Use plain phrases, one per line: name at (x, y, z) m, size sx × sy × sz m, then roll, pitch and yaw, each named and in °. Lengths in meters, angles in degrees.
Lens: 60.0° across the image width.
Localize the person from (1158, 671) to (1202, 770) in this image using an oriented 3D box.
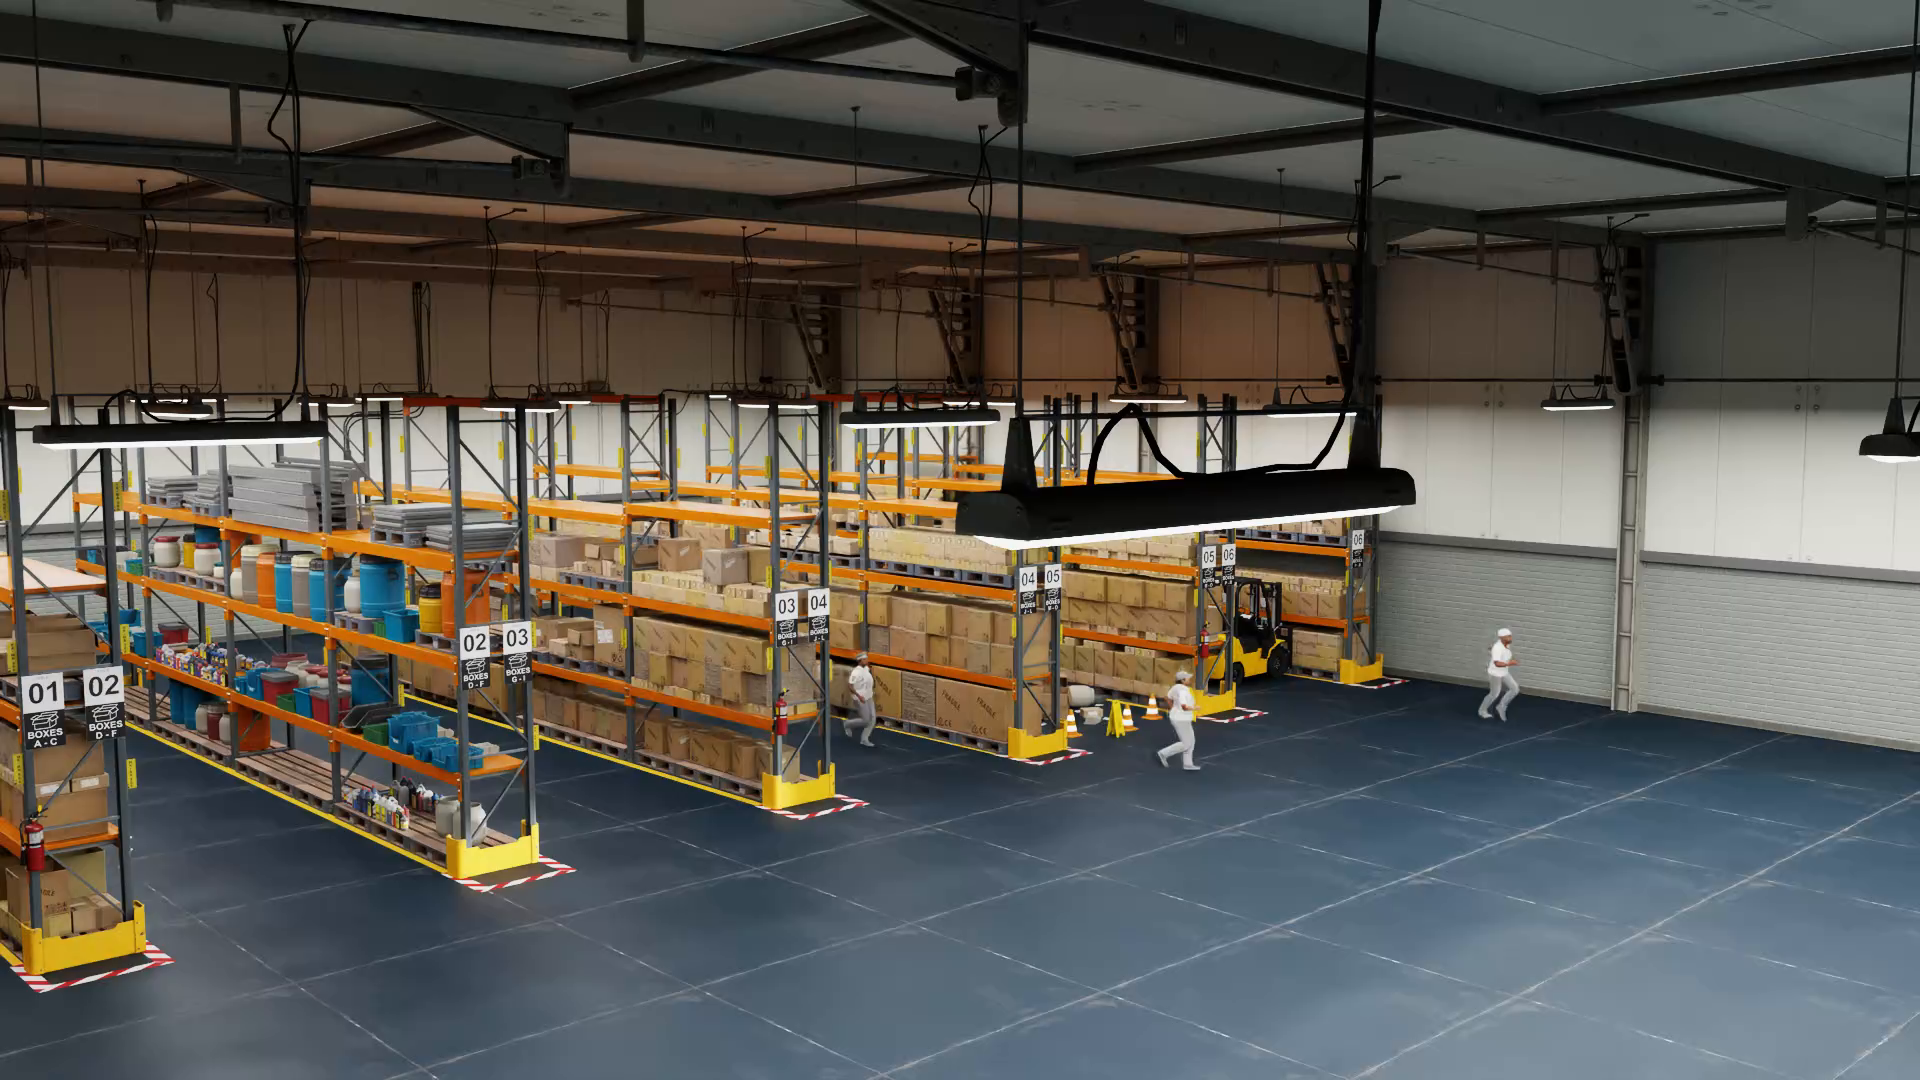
person at (3.544, 2.919, 26.853) m, size 0.732 × 1.637 × 0.619 m, roll -1°, pitch 6°, yaw -7°

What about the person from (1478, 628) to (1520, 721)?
person at (9.980, 2.484, 30.720) m, size 0.799 × 1.740 × 0.734 m, roll 5°, pitch 7°, yaw 39°

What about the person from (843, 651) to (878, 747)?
person at (-1.725, 2.735, 28.793) m, size 0.578 × 1.665 × 0.582 m, roll 3°, pitch 6°, yaw 30°
